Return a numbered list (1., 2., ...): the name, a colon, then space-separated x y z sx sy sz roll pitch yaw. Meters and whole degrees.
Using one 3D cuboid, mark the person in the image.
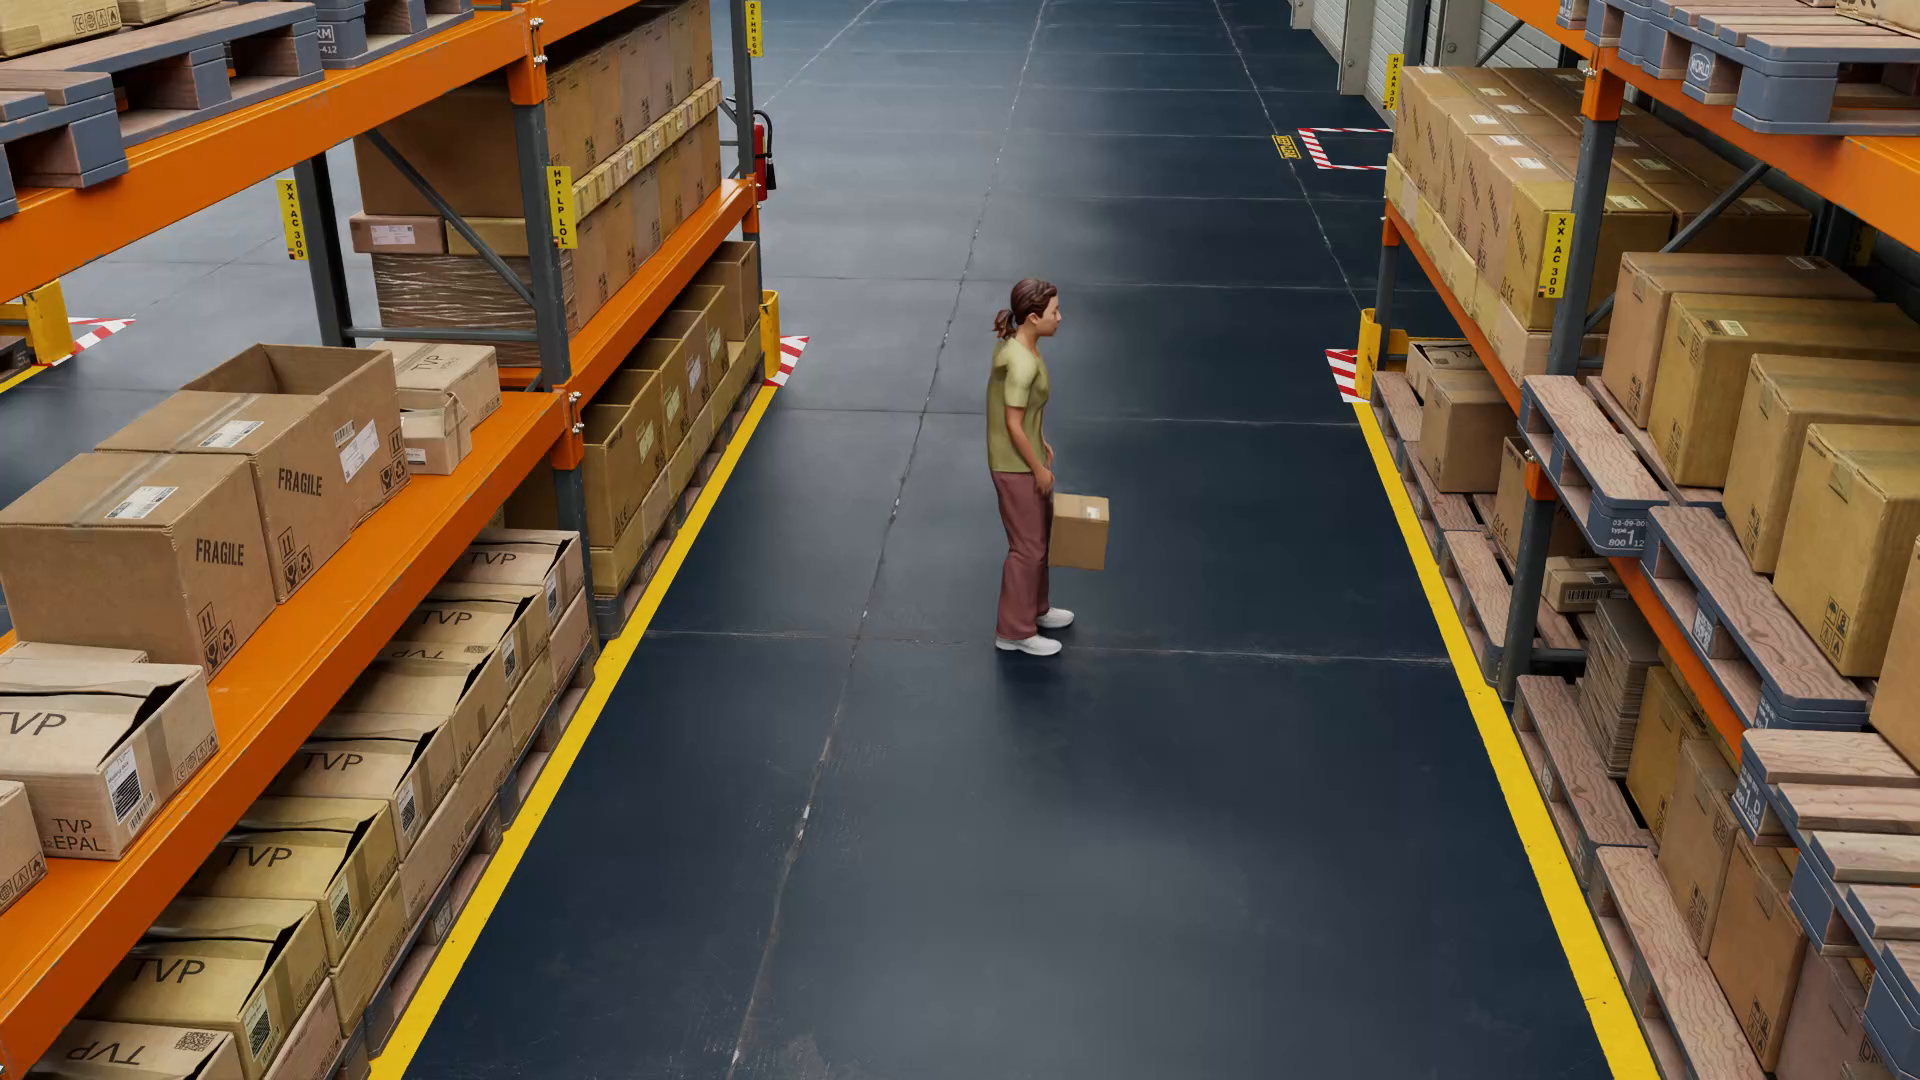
1. person: 0.319 -0.334 7.332 0.414 1.676 0.481 1 25 3
